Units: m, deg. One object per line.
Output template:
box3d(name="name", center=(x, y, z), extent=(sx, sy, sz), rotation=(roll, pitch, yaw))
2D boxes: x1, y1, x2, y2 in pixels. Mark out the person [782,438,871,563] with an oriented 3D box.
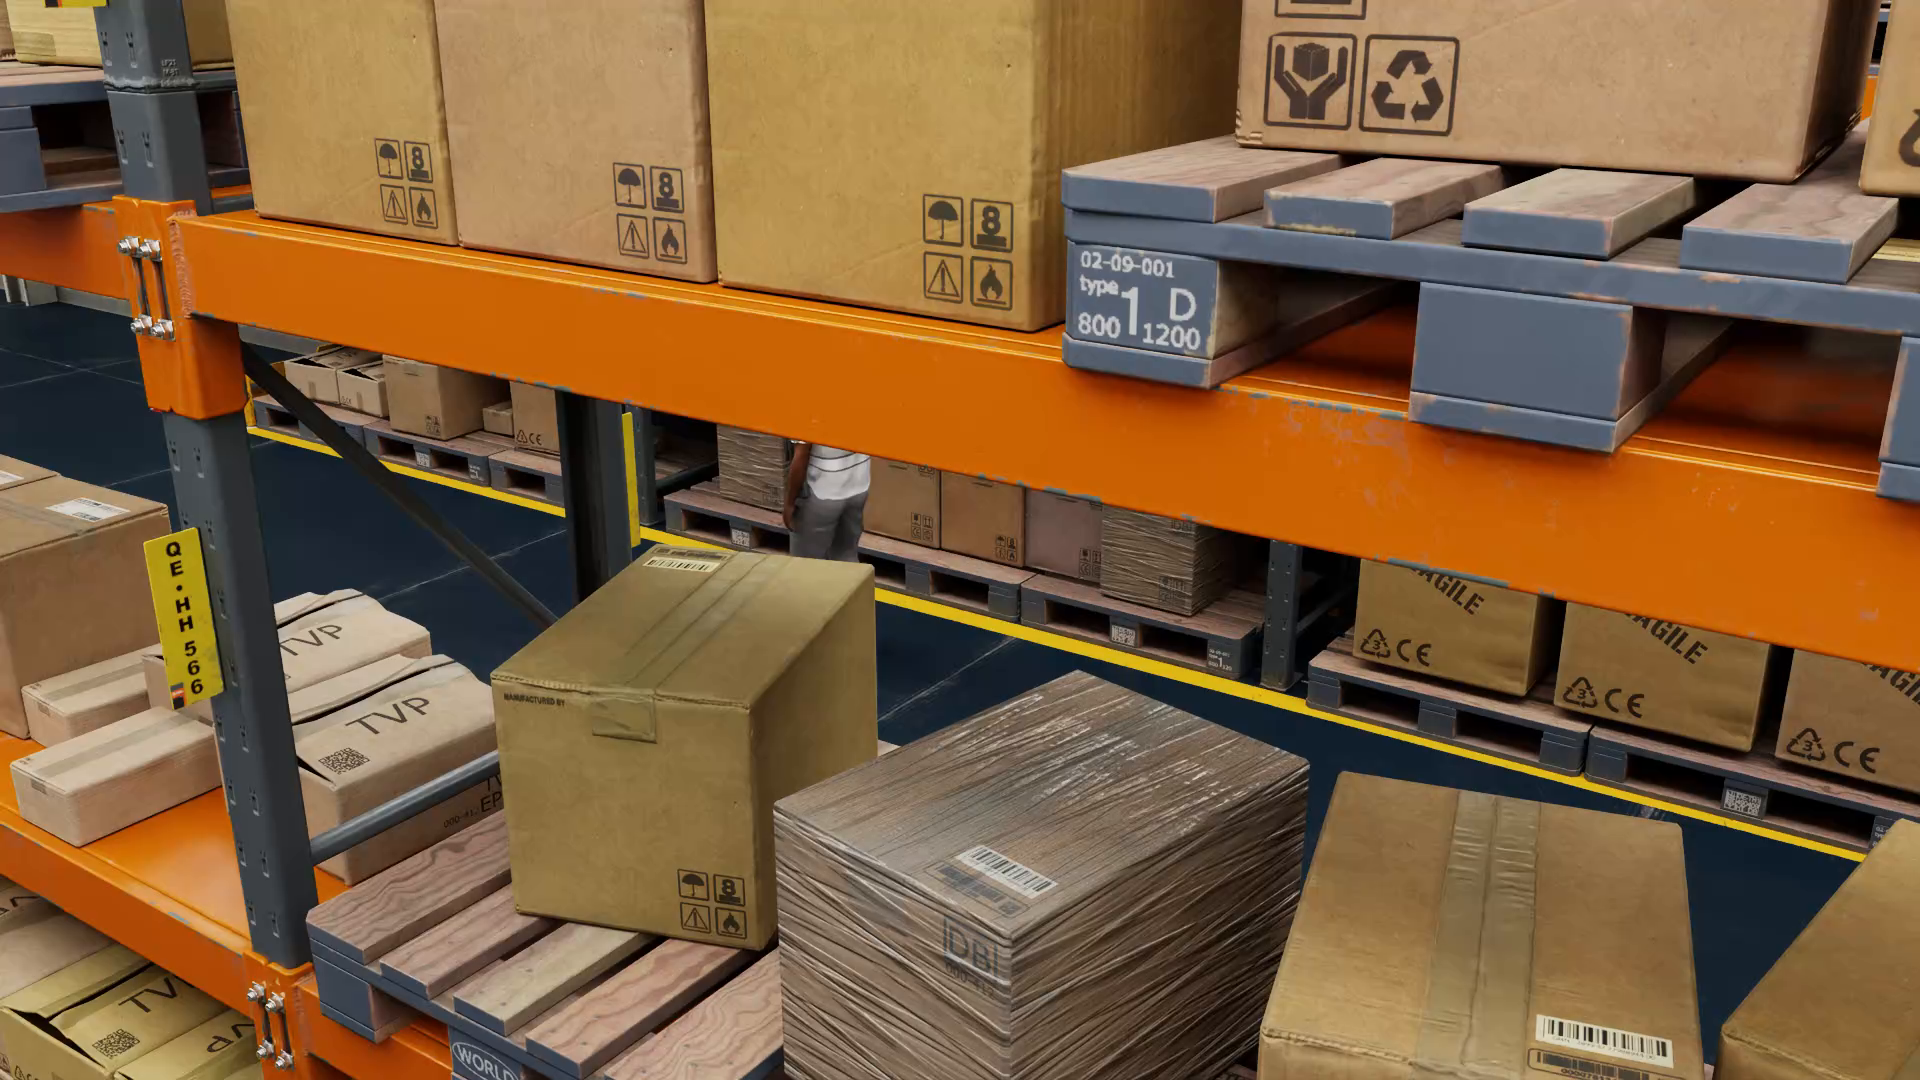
box3d(name="person", center=(-0.631, -0.223, 7.686), extent=(0.415, 1.660, 0.506), rotation=(13, 24, 32))
